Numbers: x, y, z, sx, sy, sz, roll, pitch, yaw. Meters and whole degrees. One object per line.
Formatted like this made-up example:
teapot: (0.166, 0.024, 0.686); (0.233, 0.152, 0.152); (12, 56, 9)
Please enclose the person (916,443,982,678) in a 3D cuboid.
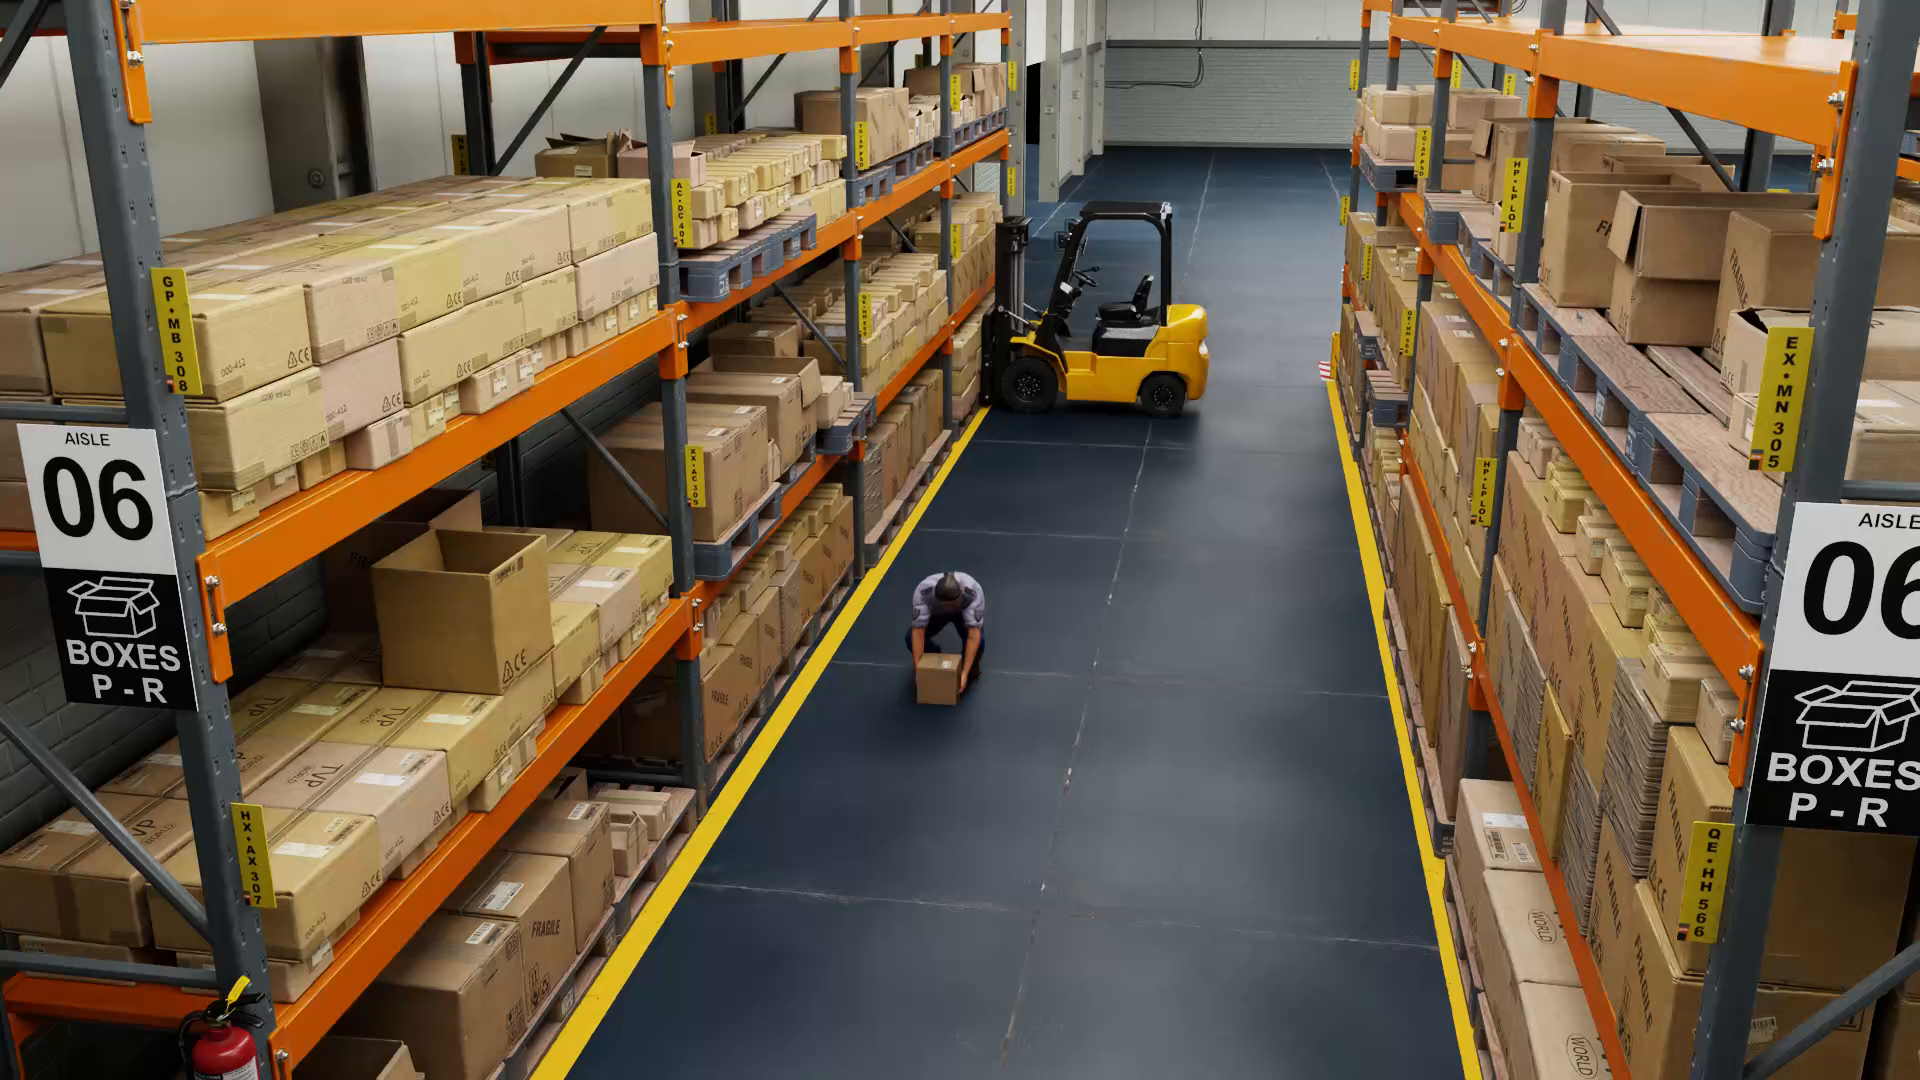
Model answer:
person: (-0.076, 0.136, 10.763); (0.436, 1.594, 0.535); (3, 18, 8)
